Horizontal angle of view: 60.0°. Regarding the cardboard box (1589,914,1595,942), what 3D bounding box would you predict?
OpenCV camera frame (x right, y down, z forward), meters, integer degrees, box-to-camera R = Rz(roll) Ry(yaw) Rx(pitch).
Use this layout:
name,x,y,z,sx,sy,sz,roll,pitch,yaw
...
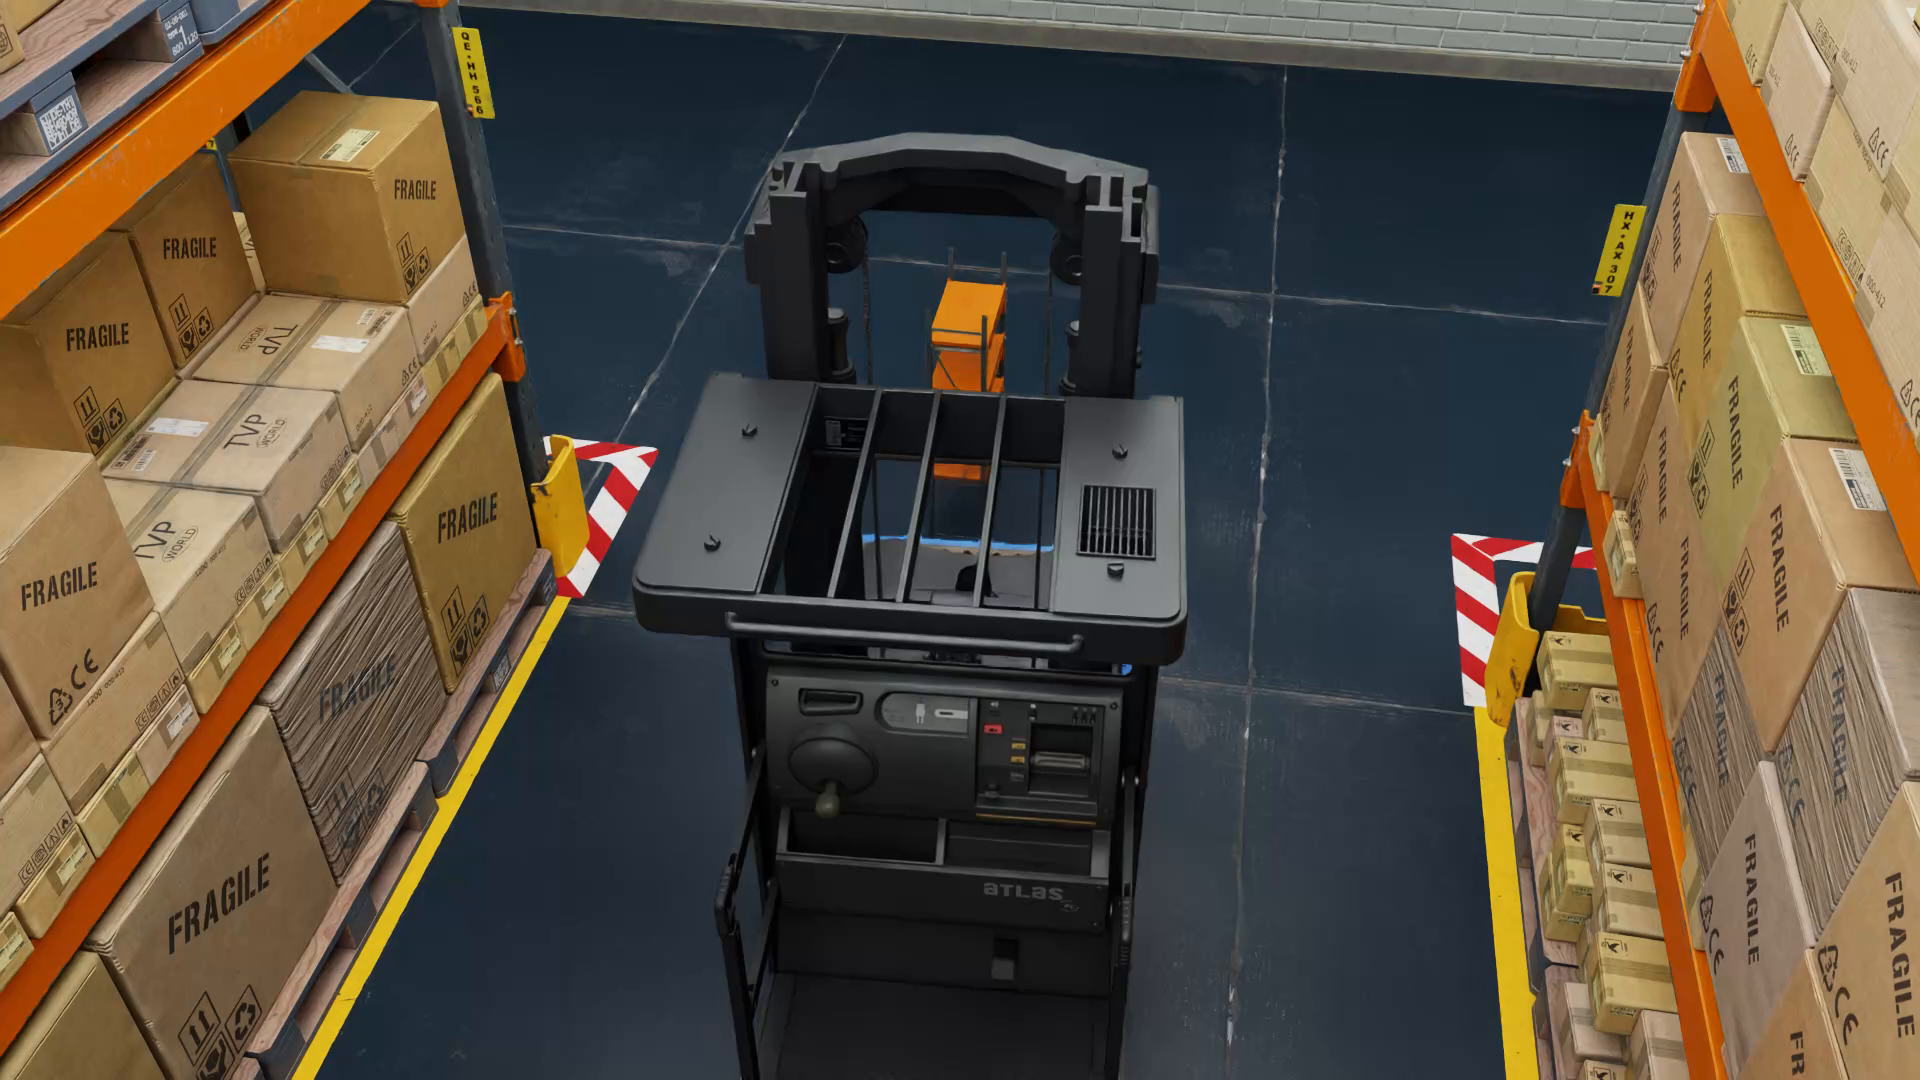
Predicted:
name,x,y,z,sx,sy,sz,roll,pitch,yaw
cardboard box,2.146,1.244,5.065,0.380,0.149,0.250,5,40,6

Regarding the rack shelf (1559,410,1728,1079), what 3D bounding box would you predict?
name,x,y,z,sx,sy,sz,roll,pitch,yaw
rack shelf,2.305,0.999,4.252,1.077,0.370,4.000,6,40,8

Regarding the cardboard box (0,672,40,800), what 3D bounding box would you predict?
name,x,y,z,sx,sy,sz,roll,pitch,yaw
cardboard box,-2.481,0.440,3.659,0.500,0.500,0.500,6,40,8

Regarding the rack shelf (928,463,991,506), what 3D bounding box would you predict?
name,x,y,z,sx,sy,sz,roll,pitch,yaw
rack shelf,0.029,-0.361,7.163,0.258,0.148,0.480,6,40,8

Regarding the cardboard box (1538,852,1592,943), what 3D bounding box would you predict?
name,x,y,z,sx,sy,sz,roll,pitch,yaw
cardboard box,2.092,1.175,5.382,0.380,0.149,0.250,7,40,8

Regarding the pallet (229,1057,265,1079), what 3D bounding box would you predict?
name,x,y,z,sx,sy,sz,roll,pitch,yaw
pallet,-2.700,1.973,4.698,1.003,0.211,1.213,6,40,8

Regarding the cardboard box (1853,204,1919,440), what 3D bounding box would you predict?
name,x,y,z,sx,sy,sz,roll,pitch,yaw
cardboard box,2.050,-0.401,3.144,0.500,0.250,0.500,6,40,7

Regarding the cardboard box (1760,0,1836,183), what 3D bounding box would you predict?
name,x,y,z,sx,sy,sz,roll,pitch,yaw
cardboard box,2.226,-1.048,3.927,0.500,0.250,0.500,8,40,9

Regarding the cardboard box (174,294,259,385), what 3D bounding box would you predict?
name,x,y,z,sx,sy,sz,roll,pitch,yaw
cardboard box,-2.649,-0.602,5.509,0.500,0.250,0.500,6,40,7

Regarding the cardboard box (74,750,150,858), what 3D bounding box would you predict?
name,x,y,z,sx,sy,sz,roll,pitch,yaw
cardboard box,-2.351,0.658,4.297,0.380,0.149,0.250,6,40,7

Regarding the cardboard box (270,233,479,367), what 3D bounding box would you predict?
name,x,y,z,sx,sy,sz,roll,pitch,yaw
cardboard box,-2.039,-0.867,5.829,0.500,0.250,0.500,6,40,7

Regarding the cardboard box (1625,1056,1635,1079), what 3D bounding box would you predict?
name,x,y,z,sx,sy,sz,roll,pitch,yaw
cardboard box,2.083,1.588,4.650,0.380,0.149,0.250,8,40,10

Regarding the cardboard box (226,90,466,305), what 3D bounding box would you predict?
name,x,y,z,sx,sy,sz,roll,pitch,yaw
cardboard box,-2.042,-1.155,5.589,0.500,0.500,0.500,7,40,8

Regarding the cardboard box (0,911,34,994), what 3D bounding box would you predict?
name,x,y,z,sx,sy,sz,roll,pitch,yaw
cardboard box,-2.439,0.984,3.903,0.380,0.149,0.250,8,40,9

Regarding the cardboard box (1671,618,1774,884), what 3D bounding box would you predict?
name,x,y,z,sx,sy,sz,roll,pitch,yaw
cardboard box,2.055,0.530,3.943,0.500,0.500,0.500,5,40,7

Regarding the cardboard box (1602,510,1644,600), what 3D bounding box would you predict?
name,x,y,z,sx,sy,sz,roll,pitch,yaw
cardboard box,2.170,0.058,5.023,0.380,0.149,0.250,5,40,6

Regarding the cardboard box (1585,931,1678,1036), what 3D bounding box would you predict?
name,x,y,z,sx,sy,sz,roll,pitch,yaw
cardboard box,2.018,1.294,4.772,0.380,0.149,0.250,7,40,8

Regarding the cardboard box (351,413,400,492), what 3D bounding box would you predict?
name,x,y,z,sx,sy,sz,roll,pitch,yaw
cardboard box,-2.086,-0.309,5.467,0.380,0.149,0.250,7,40,8

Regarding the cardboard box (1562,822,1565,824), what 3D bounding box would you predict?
name,x,y,z,sx,sy,sz,roll,pitch,yaw
cardboard box,2.281,0.870,5.751,0.380,0.149,0.250,6,40,7

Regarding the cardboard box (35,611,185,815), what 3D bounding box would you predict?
name,x,y,z,sx,sy,sz,roll,pitch,yaw
cardboard box,-2.394,0.406,4.289,0.500,0.250,0.500,7,40,9

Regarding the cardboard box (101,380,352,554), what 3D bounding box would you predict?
name,x,y,z,sx,sy,sz,roll,pitch,yaw
cardboard box,-2.215,-0.230,5.058,0.500,0.250,0.500,5,40,6

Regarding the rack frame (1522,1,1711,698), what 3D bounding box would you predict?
name,x,y,z,sx,sy,sz,roll,pitch,yaw
rack frame,2.651,-0.533,5.541,1.000,3.000,0.127,6,40,8

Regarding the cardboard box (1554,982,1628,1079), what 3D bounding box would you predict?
name,x,y,z,sx,sy,sz,roll,pitch,yaw
cardboard box,2.013,1.493,4.998,0.380,0.149,0.250,5,40,6

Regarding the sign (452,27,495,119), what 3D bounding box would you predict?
name,x,y,z,sx,sy,sz,roll,pitch,yaw
sign,-1.684,-1.613,5.752,0.100,0.325,0.005,6,40,8

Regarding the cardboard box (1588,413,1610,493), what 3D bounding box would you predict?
name,x,y,z,sx,sy,sz,roll,pitch,yaw
cardboard box,2.272,-0.270,5.419,0.380,0.149,0.250,6,40,7

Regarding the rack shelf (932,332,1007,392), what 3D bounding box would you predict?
name,x,y,z,sx,sy,sz,roll,pitch,yaw
rack shelf,0.029,-0.687,6.894,0.258,0.148,0.480,6,40,8

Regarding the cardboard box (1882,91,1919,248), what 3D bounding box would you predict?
name,x,y,z,sx,sy,sz,roll,pitch,yaw
cardboard box,2.045,-0.616,3.013,0.500,0.250,0.500,5,40,6

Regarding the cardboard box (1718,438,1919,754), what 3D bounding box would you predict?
name,x,y,z,sx,sy,sz,roll,pitch,yaw
cardboard box,2.034,0.142,3.628,0.500,0.500,0.500,5,40,6

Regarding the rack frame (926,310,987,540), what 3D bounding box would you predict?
name,x,y,z,sx,sy,sz,roll,pitch,yaw
rack frame,-0.014,-0.413,6.808,0.240,1.200,0.015,6,40,8

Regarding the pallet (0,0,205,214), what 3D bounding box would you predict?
name,x,y,z,sx,sy,sz,roll,pitch,yaw
pallet,-2.543,-1.031,3.859,1.003,0.211,1.213,6,40,8

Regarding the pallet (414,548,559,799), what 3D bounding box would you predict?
name,x,y,z,sx,sy,sz,roll,pitch,yaw
pallet,-2.278,0.441,6.551,1.003,0.211,1.213,6,40,8

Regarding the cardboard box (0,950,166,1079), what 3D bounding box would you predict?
name,x,y,z,sx,sy,sz,roll,pitch,yaw
cardboard box,-2.715,1.618,4.277,0.875,0.875,0.875,6,40,8

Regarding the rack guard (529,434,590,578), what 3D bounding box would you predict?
name,x,y,z,sx,sy,sz,roll,pitch,yaw
rack guard,-2.212,-0.196,7.094,1.175,0.500,0.348,6,40,8

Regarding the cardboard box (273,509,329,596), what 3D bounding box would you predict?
name,x,y,z,sx,sy,sz,roll,pitch,yaw
cardboard box,-2.173,0.017,5.073,0.380,0.149,0.250,7,40,8

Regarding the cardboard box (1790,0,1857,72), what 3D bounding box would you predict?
name,x,y,z,sx,sy,sz,roll,pitch,yaw
cardboard box,2.230,-1.250,3.779,0.500,0.250,0.500,6,40,7

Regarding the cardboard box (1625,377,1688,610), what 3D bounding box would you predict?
name,x,y,z,sx,sy,sz,roll,pitch,yaw
cardboard box,2.234,-0.097,4.701,0.500,0.500,0.500,6,40,8

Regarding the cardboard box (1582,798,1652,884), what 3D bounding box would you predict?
name,x,y,z,sx,sy,sz,roll,pitch,yaw
cardboard box,2.166,0.961,5.175,0.380,0.149,0.250,5,40,5

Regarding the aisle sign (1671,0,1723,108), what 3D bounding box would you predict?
name,x,y,z,sx,sy,sz,roll,pitch,yaw
aisle sign,2.369,-1.614,4.808,0.394,0.787,0.004,6,40,8

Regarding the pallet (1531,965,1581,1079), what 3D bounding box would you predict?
name,x,y,z,sx,sy,sz,roll,pitch,yaw
pallet,2.249,1.858,4.837,1.003,0.211,1.213,6,40,8

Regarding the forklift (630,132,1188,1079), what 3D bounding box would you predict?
name,x,y,z,sx,sy,sz,roll,pitch,yaw
forklift,-0.065,0.630,4.188,1.130,2.935,3.031,4,40,4

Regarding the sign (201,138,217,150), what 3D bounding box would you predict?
name,x,y,z,sx,sy,sz,roll,pitch,yaw
sign,-2.762,-1.573,6.057,0.100,0.325,0.005,6,40,8

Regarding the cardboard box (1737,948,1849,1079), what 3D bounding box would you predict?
name,x,y,z,sx,sy,sz,roll,pitch,yaw
cardboard box,1.856,1.163,3.177,0.500,0.500,0.500,5,40,6

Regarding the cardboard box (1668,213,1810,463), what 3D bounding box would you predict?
name,x,y,z,sx,sy,sz,roll,pitch,yaw
cardboard box,2.231,-0.502,4.407,0.500,0.500,0.500,7,40,9

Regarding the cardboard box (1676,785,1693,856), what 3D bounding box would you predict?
name,x,y,z,sx,sy,sz,roll,pitch,yaw
cardboard box,2.053,0.715,4.228,0.380,0.149,0.250,8,40,9

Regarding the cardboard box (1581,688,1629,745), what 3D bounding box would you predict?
name,x,y,z,sx,sy,sz,roll,pitch,yaw
cardboard box,2.297,0.652,5.549,0.380,0.149,0.250,7,40,8

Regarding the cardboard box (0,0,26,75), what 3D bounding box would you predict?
name,x,y,z,sx,sy,sz,roll,pitch,yaw
cardboard box,-2.505,-1.176,3.477,0.700,0.500,0.500,8,40,10

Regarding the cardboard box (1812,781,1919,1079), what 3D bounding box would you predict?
name,x,y,z,sx,sy,sz,roll,pitch,yaw
cardboard box,1.858,0.788,2.846,0.500,0.500,0.500,5,40,6

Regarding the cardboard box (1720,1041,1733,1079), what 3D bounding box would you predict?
name,x,y,z,sx,sy,sz,roll,pitch,yaw
cardboard box,1.907,1.201,3.641,0.380,0.149,0.250,5,40,6

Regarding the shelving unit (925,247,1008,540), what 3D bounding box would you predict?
name,x,y,z,sx,sy,sz,roll,pitch,yaw
shelving unit,0.029,-0.566,6.993,0.258,1.200,0.503,6,40,8

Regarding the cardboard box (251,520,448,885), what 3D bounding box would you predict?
name,x,y,z,sx,sy,sz,roll,pitch,yaw
cardboard box,-2.406,0.495,5.635,0.875,0.875,0.875,6,40,8

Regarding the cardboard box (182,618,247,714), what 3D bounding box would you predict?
name,x,y,z,sx,sy,sz,roll,pitch,yaw
cardboard box,-2.262,0.336,4.687,0.380,0.149,0.250,5,40,6

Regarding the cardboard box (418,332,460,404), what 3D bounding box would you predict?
name,x,y,z,sx,sy,sz,roll,pitch,yaw
cardboard box,-1.997,-0.624,5.848,0.380,0.149,0.250,7,40,8

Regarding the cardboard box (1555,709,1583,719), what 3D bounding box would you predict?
name,x,y,z,sx,sy,sz,roll,pitch,yaw
cardboard box,2.308,0.589,5.858,0.380,0.149,0.250,8,40,10

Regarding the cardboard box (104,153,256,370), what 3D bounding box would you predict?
name,x,y,z,sx,sy,sz,roll,pitch,yaw
cardboard box,-2.652,-0.904,5.286,0.500,0.500,0.500,5,40,7
